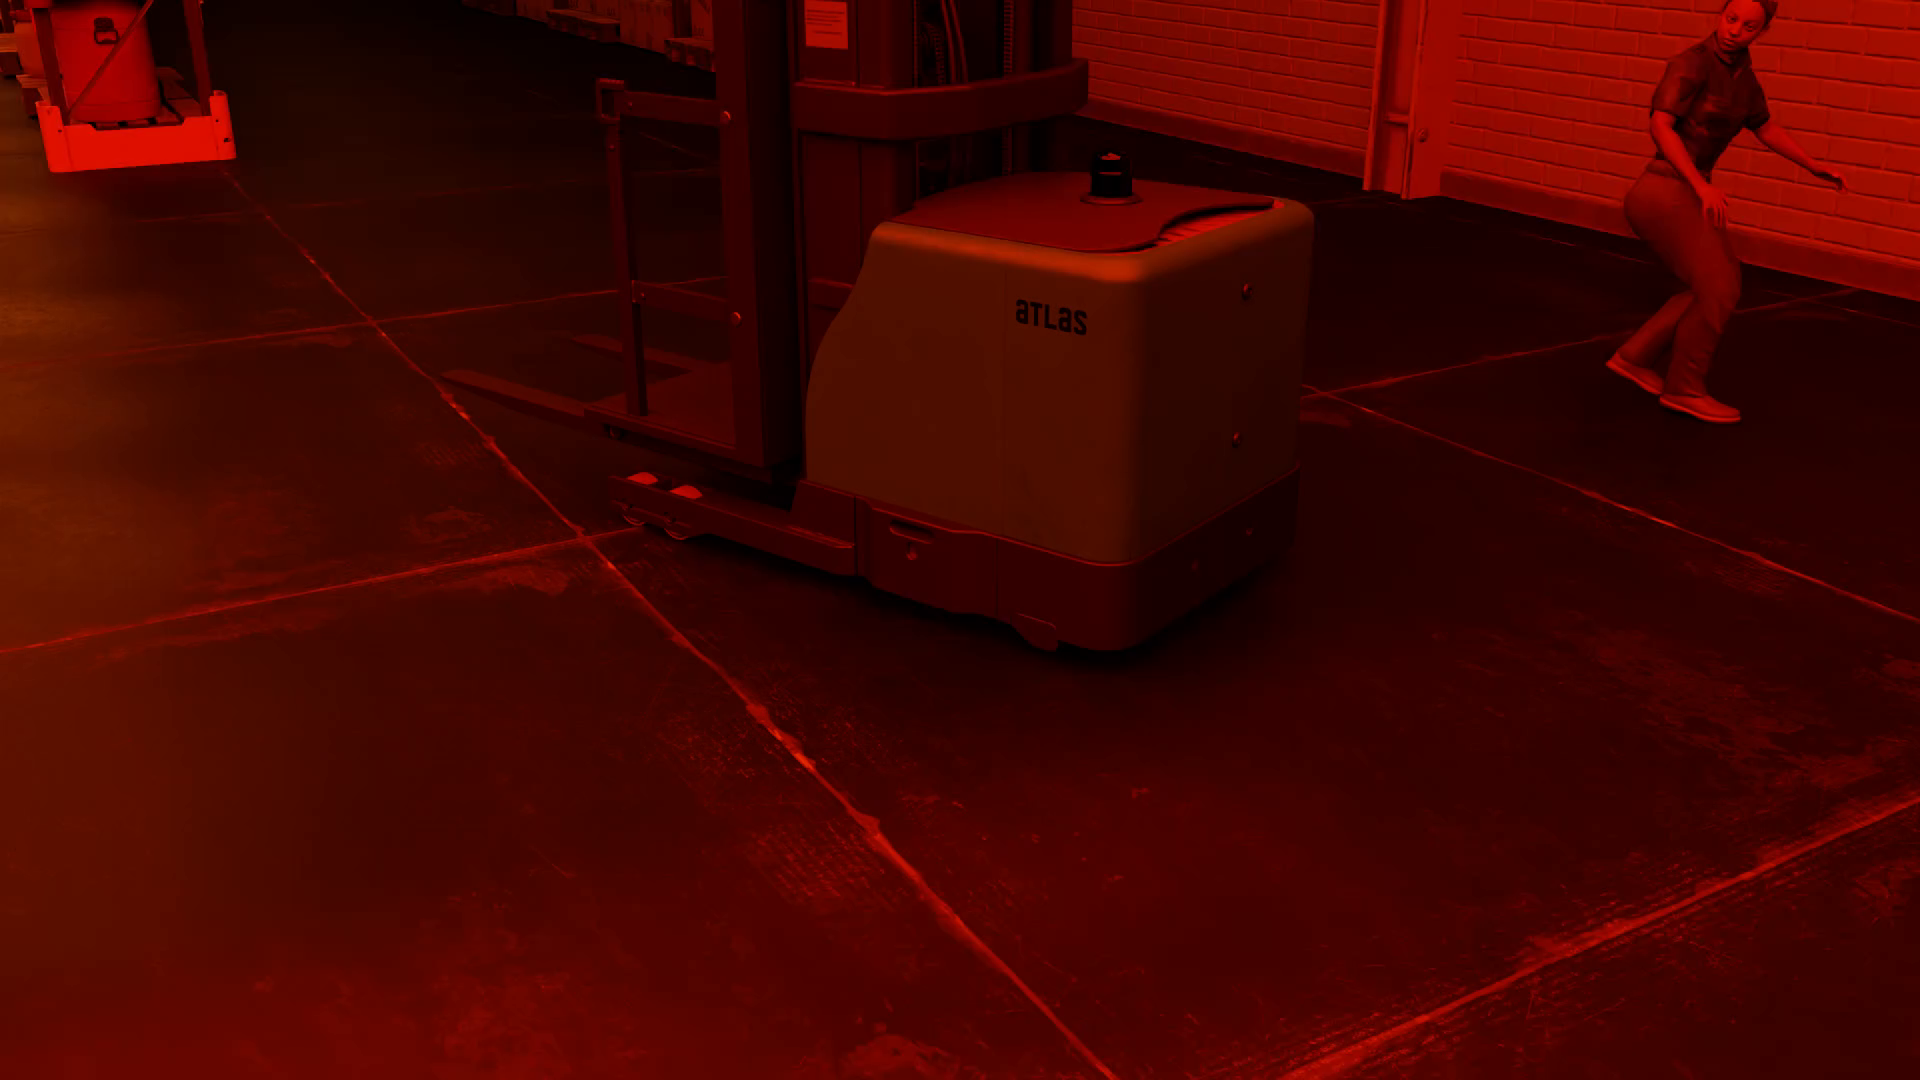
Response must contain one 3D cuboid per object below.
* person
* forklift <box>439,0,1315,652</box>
[{"bbox_3d":[2.759,-1.196,5.995,0.712,1.558,0.741,16,27,34],"label":"person"},{"bbox_3d":[-0.481,-1.497,4.922,3.031,2.935,1.130,16,27,34],"label":"forklift"}]
